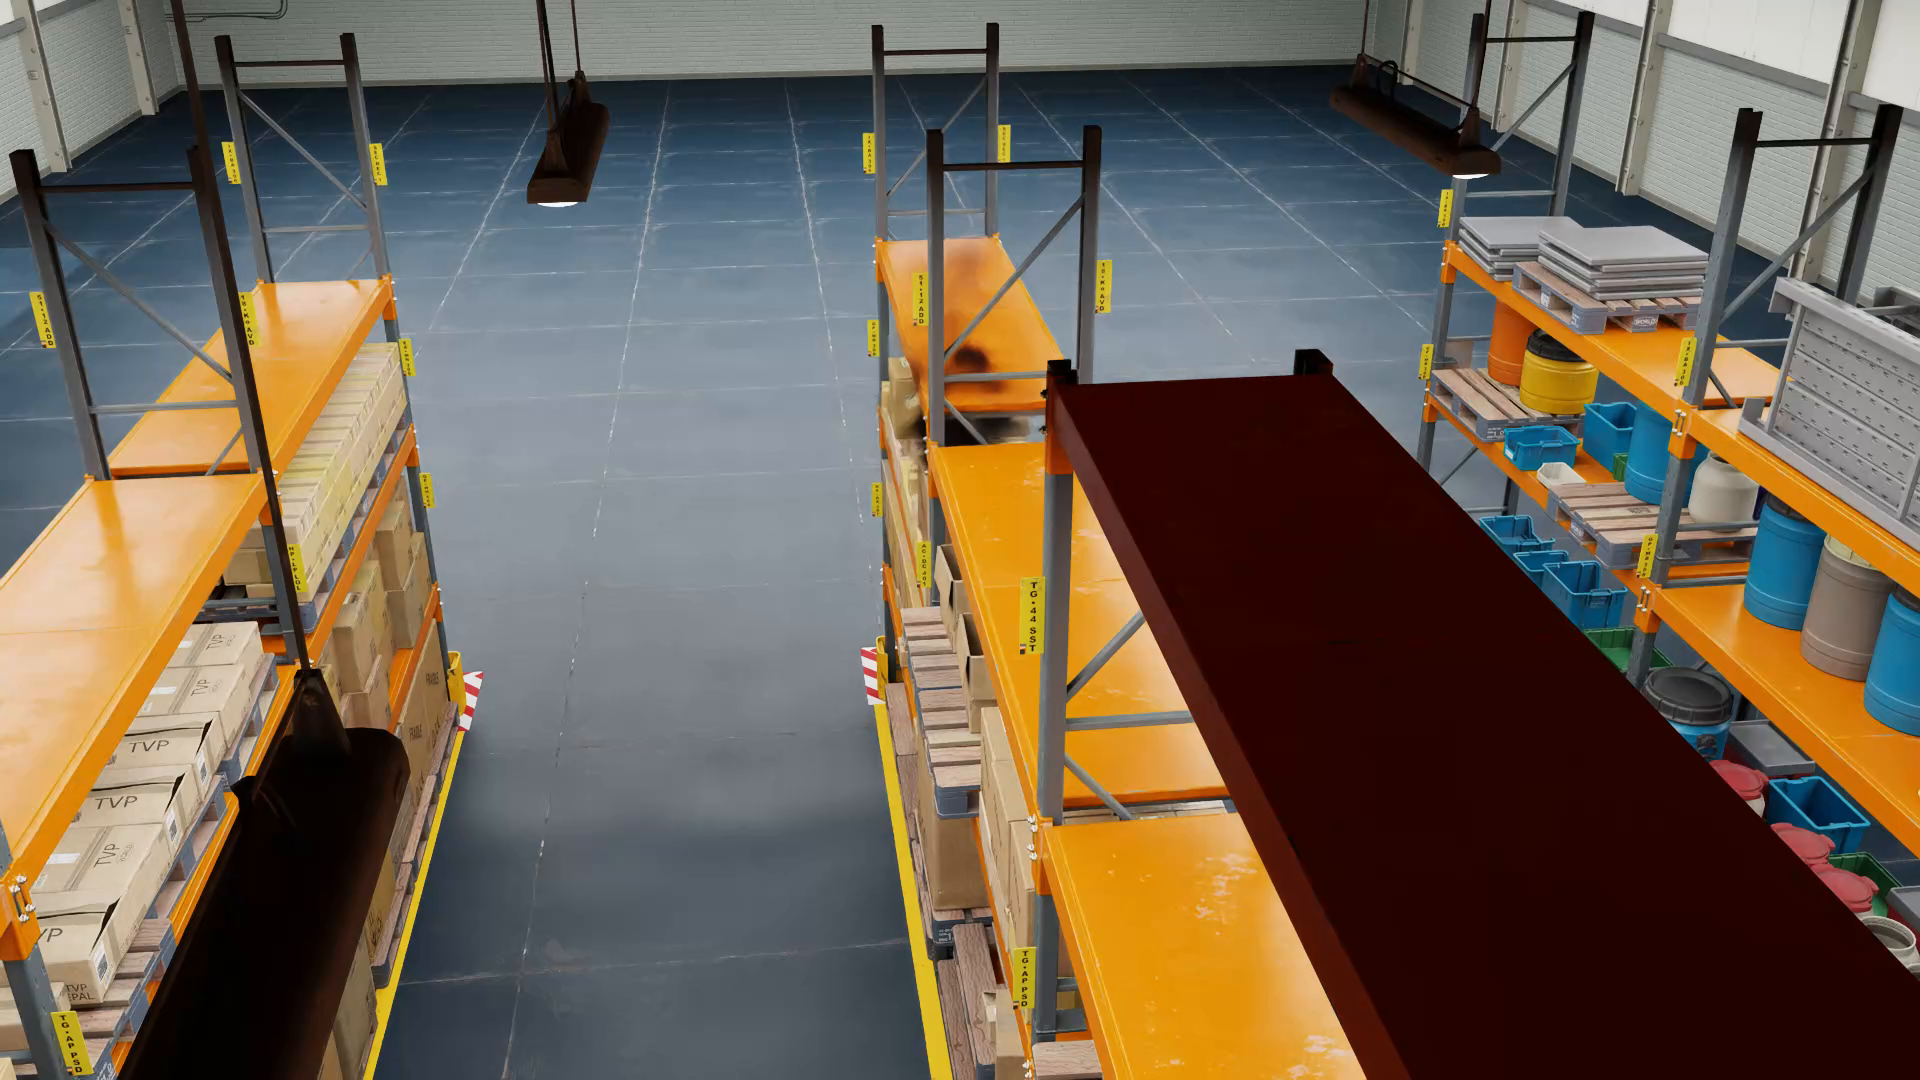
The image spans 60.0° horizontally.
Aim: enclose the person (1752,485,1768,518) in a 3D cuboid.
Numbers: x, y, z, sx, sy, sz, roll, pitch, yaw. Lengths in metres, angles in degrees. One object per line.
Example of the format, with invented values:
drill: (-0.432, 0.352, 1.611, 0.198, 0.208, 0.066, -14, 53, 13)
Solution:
person: (8.867, -0.667, 18.015, 0.934, 1.657, 0.570, 11, 28, 22)
